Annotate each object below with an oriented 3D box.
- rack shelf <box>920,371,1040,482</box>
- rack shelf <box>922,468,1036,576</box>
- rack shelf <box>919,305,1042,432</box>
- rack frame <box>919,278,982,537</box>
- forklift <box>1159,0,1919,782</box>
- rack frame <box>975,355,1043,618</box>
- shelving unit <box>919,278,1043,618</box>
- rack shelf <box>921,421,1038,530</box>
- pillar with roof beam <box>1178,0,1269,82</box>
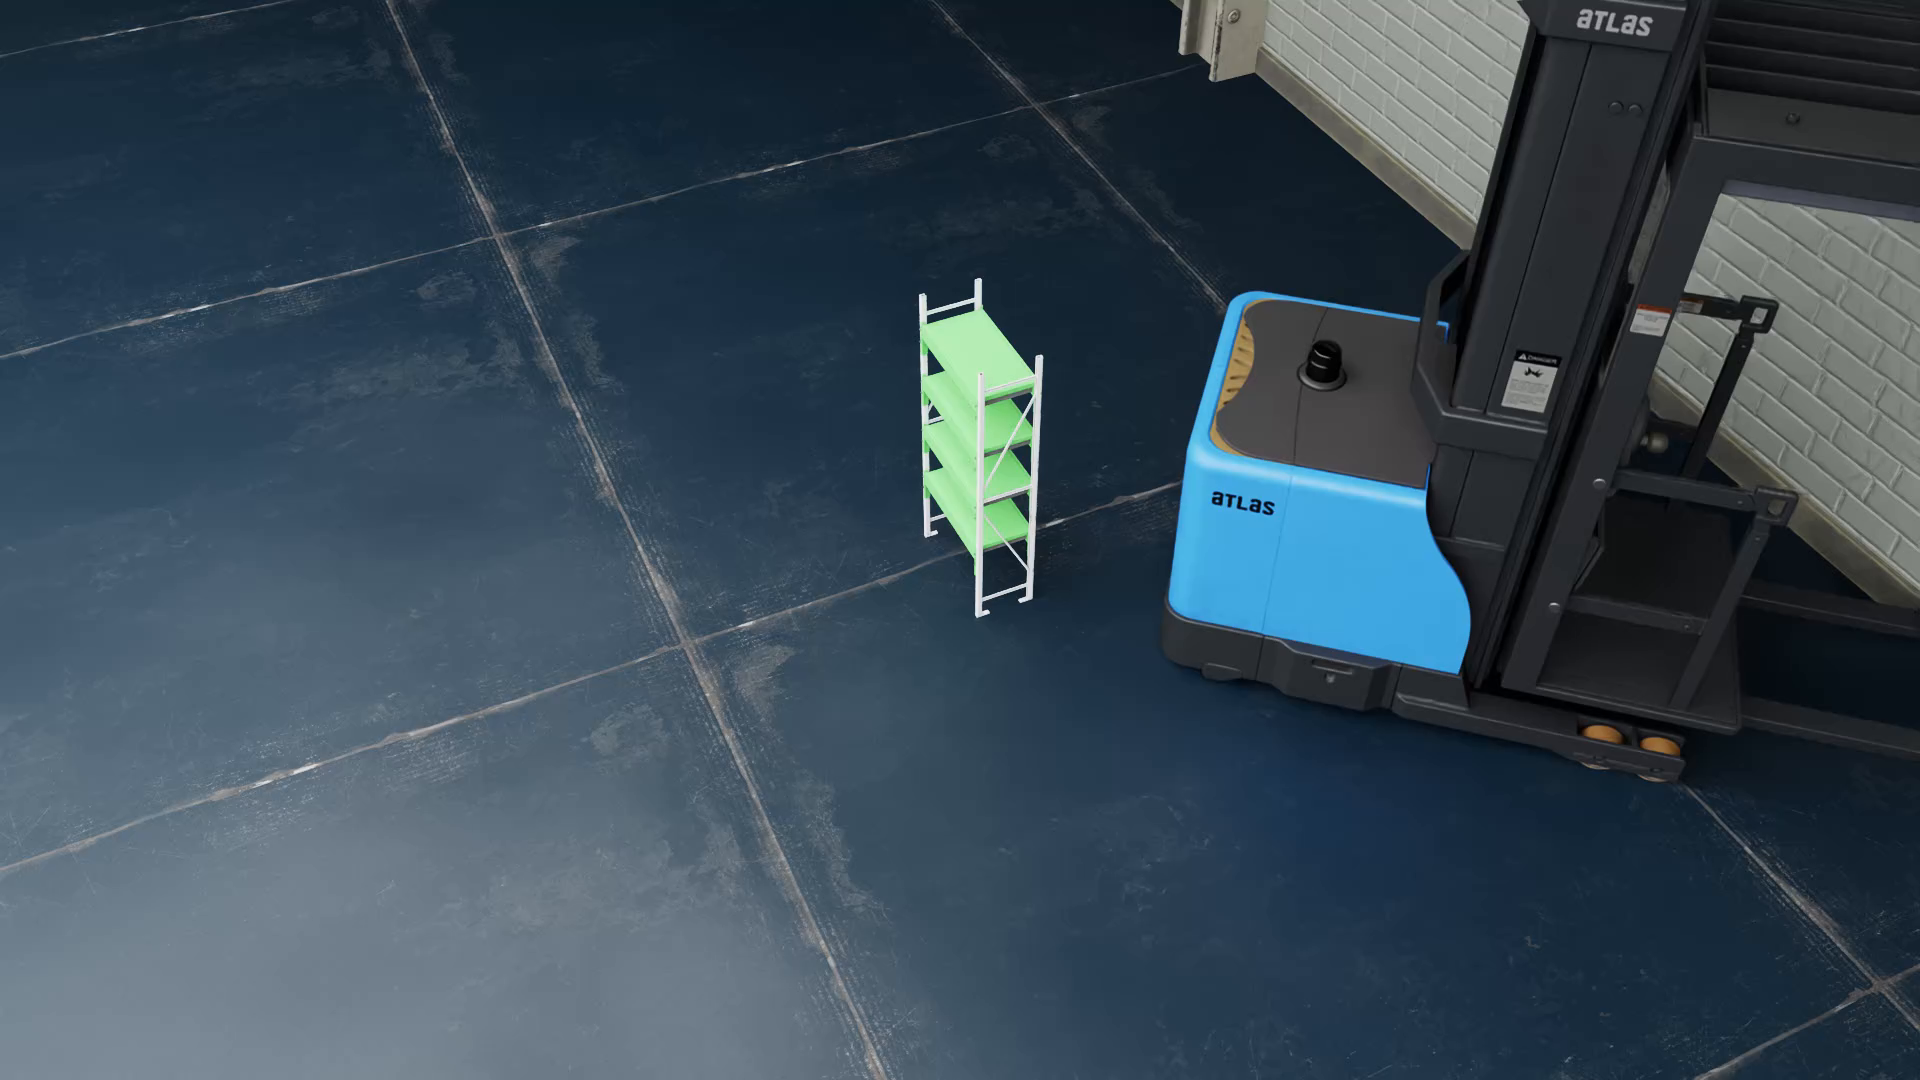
[{"bbox_3d":[0.070,-0.447,6.098,0.258,0.148,0.480,-18,47,-17],"label":"rack shelf"},{"bbox_3d":[0.070,-0.105,6.435,0.258,0.148,0.480,-18,47,-17],"label":"rack shelf"},{"bbox_3d":[0.070,-0.618,5.929,0.258,0.148,0.480,-18,47,-17],"label":"rack shelf"},{"bbox_3d":[-0.033,-0.477,6.379,0.240,1.200,0.015,-18,47,-17],"label":"rack frame"},{"bbox_3d":[2.324,-0.607,5.278,3.031,2.935,1.130,11,46,11],"label":"forklift"},{"bbox_3d":[0.172,-0.166,6.064,0.240,1.200,0.015,-18,47,-17],"label":"rack frame"},{"bbox_3d":[0.070,-0.322,6.222,0.258,1.200,0.503,-18,47,-17],"label":"shelving unit"},{"bbox_3d":[0.070,-0.276,6.267,0.258,0.148,0.480,-18,47,-17],"label":"rack shelf"},{"bbox_3d":[-2.423,-4.679,5.085,9.100,9.000,0.400,-18,47,-17],"label":"pillar with roof beam"}]
